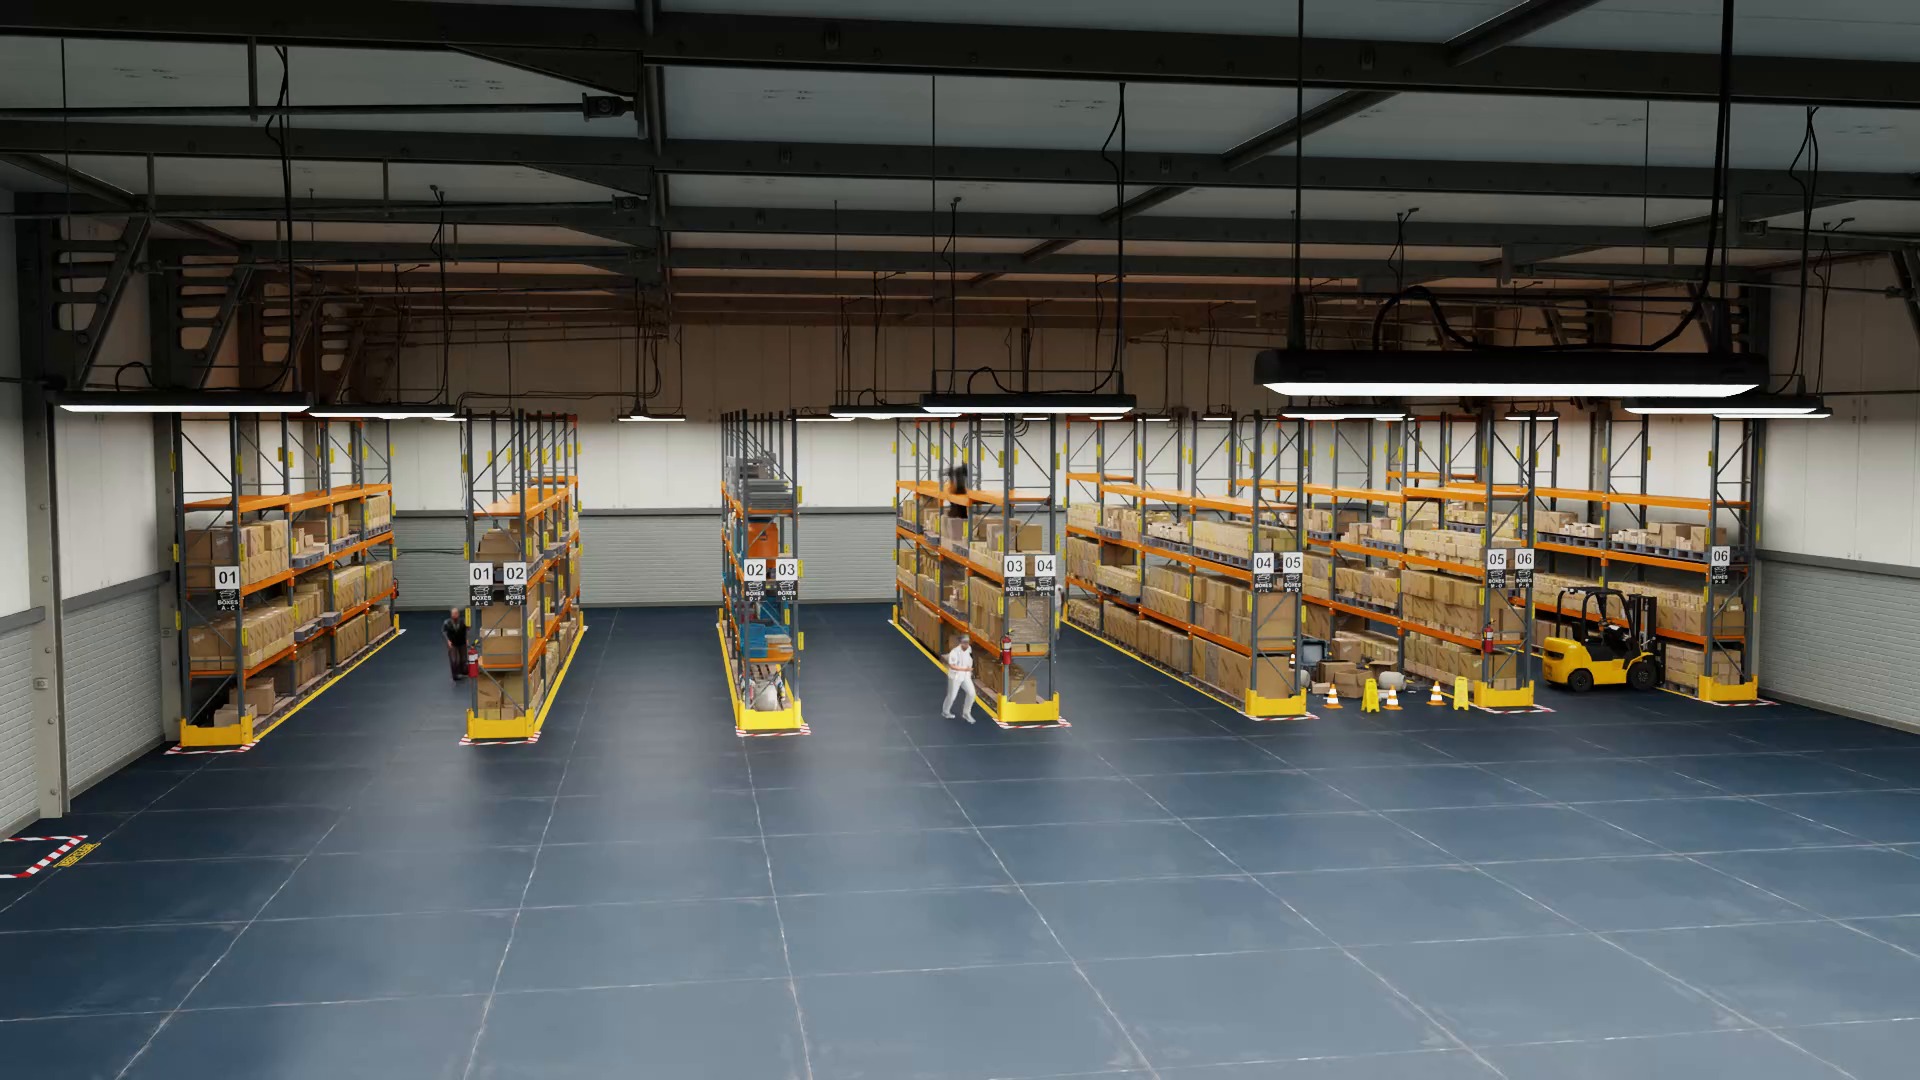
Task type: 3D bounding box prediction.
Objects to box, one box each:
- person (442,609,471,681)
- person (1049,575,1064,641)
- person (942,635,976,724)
[{"bbox_3d":[-11.252,2.322,37.146,0.649,1.626,0.808,-2,4,-26],"label":"person"},{"bbox_3d":[2.523,1.794,44.254,0.548,1.750,0.848,0,4,-2],"label":"person"},{"bbox_3d":[-0.002,2.656,31.900,0.665,1.753,0.965,-3,5,-34],"label":"person"}]
